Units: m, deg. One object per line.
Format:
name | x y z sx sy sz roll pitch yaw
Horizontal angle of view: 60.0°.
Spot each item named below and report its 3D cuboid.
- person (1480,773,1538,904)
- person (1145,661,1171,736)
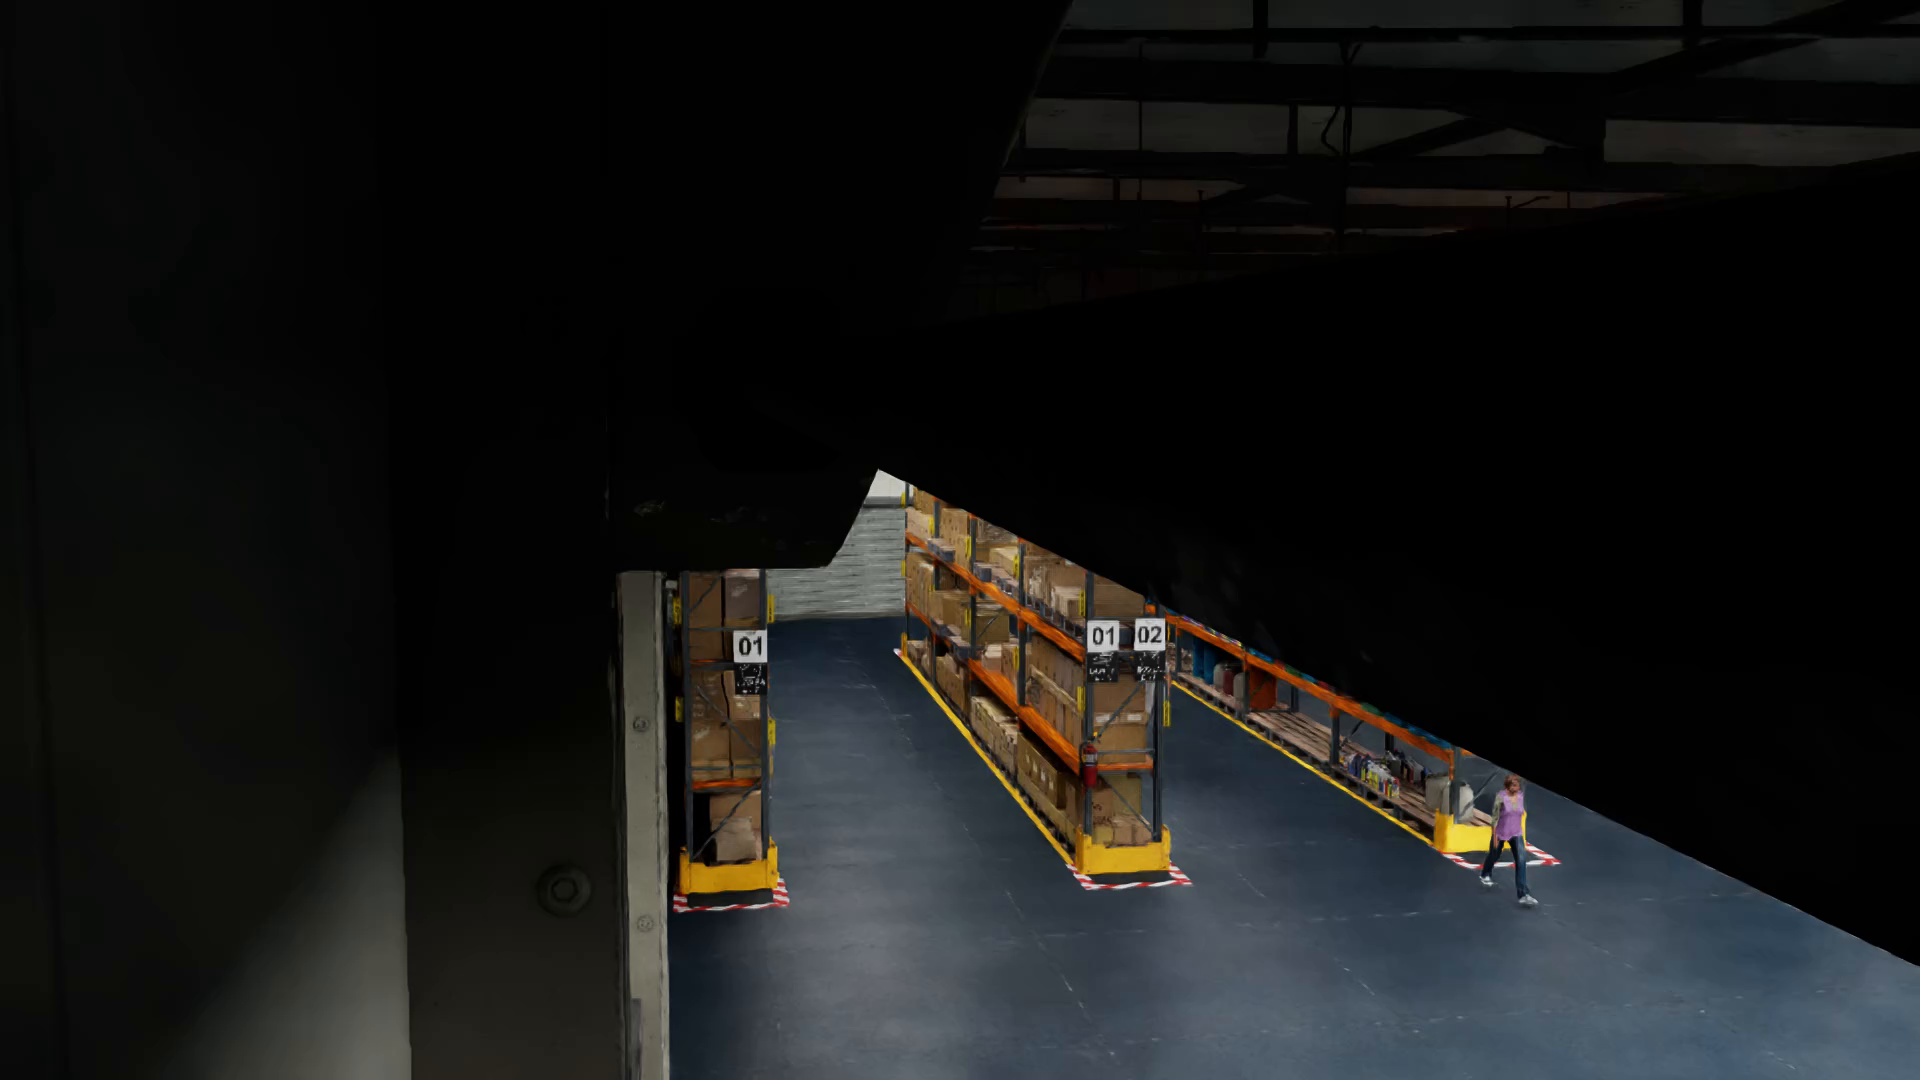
person | 6.527 3.506 19.854 0.417 1.517 1.036 -1 6 -7
person | 3.305 2.596 28.348 0.580 1.618 0.507 -1 6 -11
